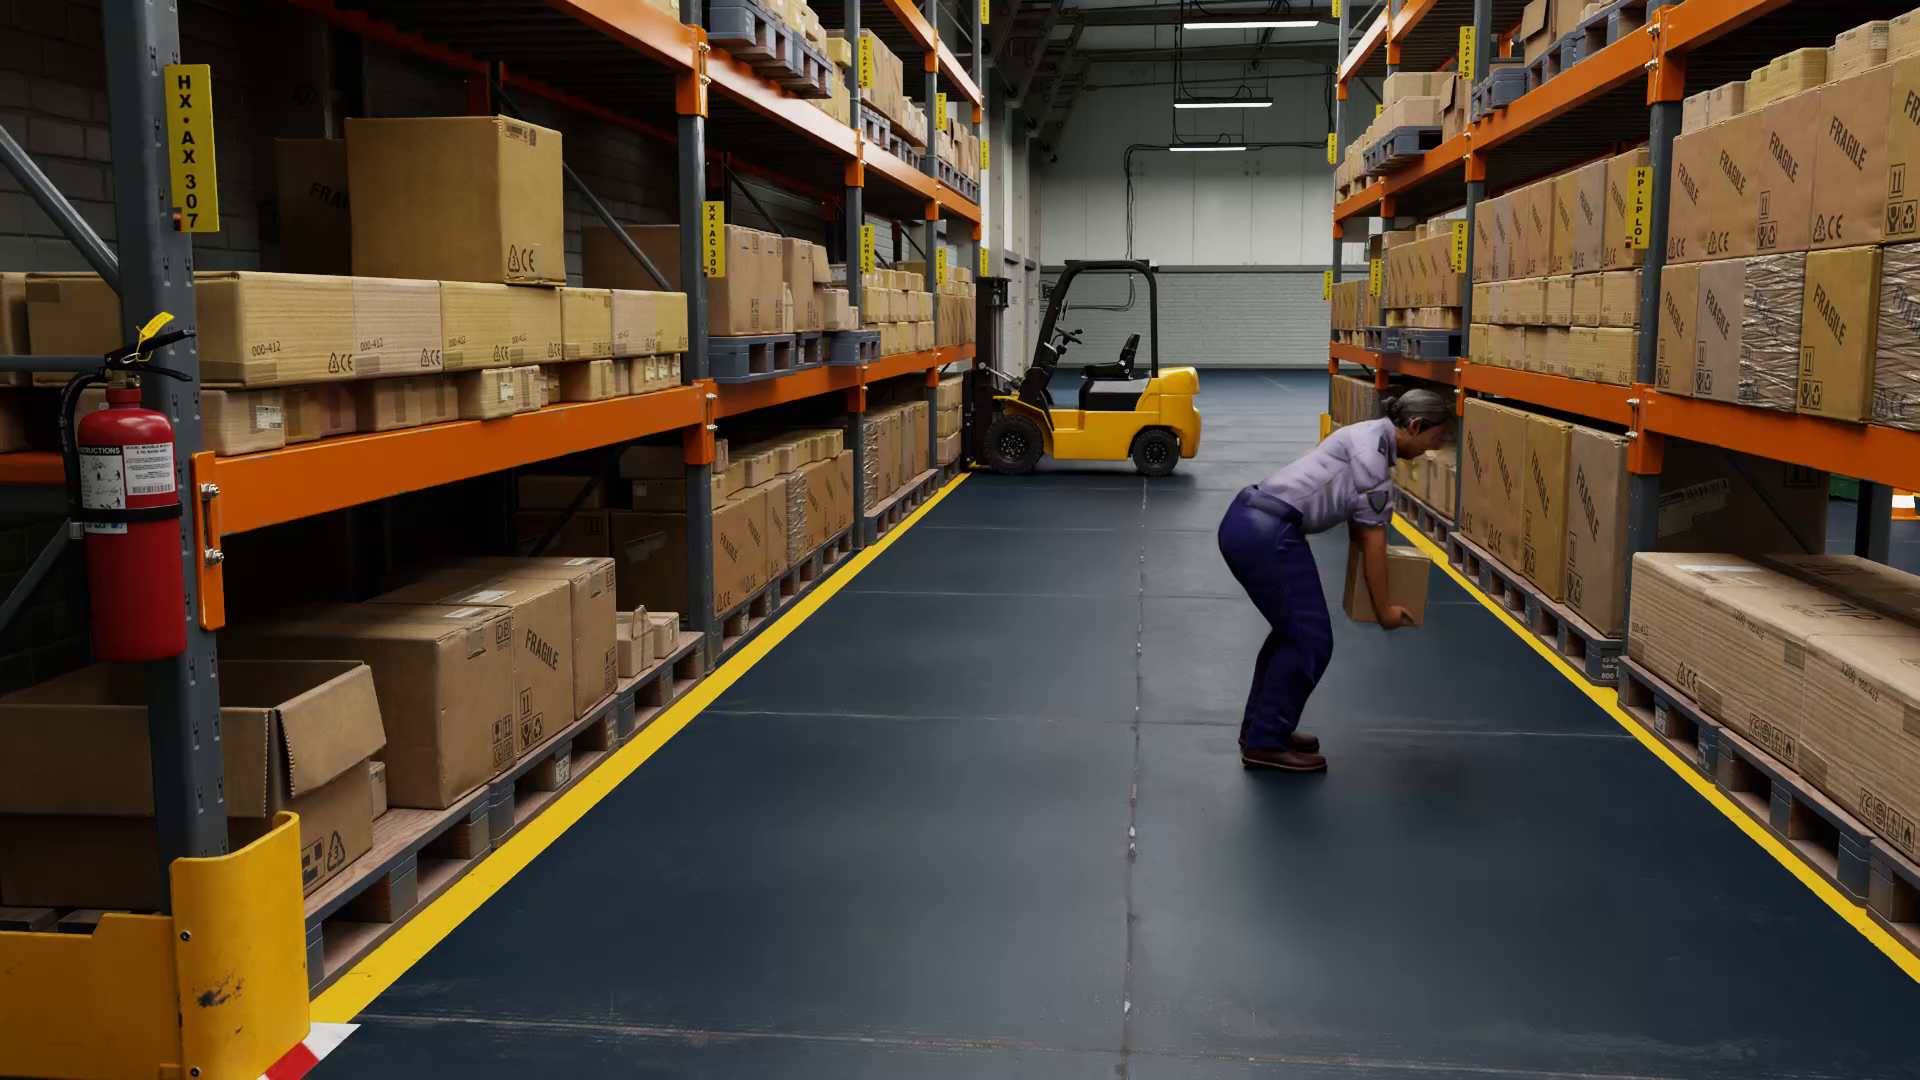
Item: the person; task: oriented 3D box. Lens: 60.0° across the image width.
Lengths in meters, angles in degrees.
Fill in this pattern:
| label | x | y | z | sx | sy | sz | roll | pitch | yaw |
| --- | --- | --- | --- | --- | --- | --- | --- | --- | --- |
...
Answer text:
| label | x | y | z | sx | sy | sz | roll | pitch | yaw |
| --- | --- | --- | --- | --- | --- | --- | --- | --- | --- |
| person | 1.329 | 0.135 | 5.985 | 0.793 | 1.354 | 0.462 | 1 | 8 | 5 |
